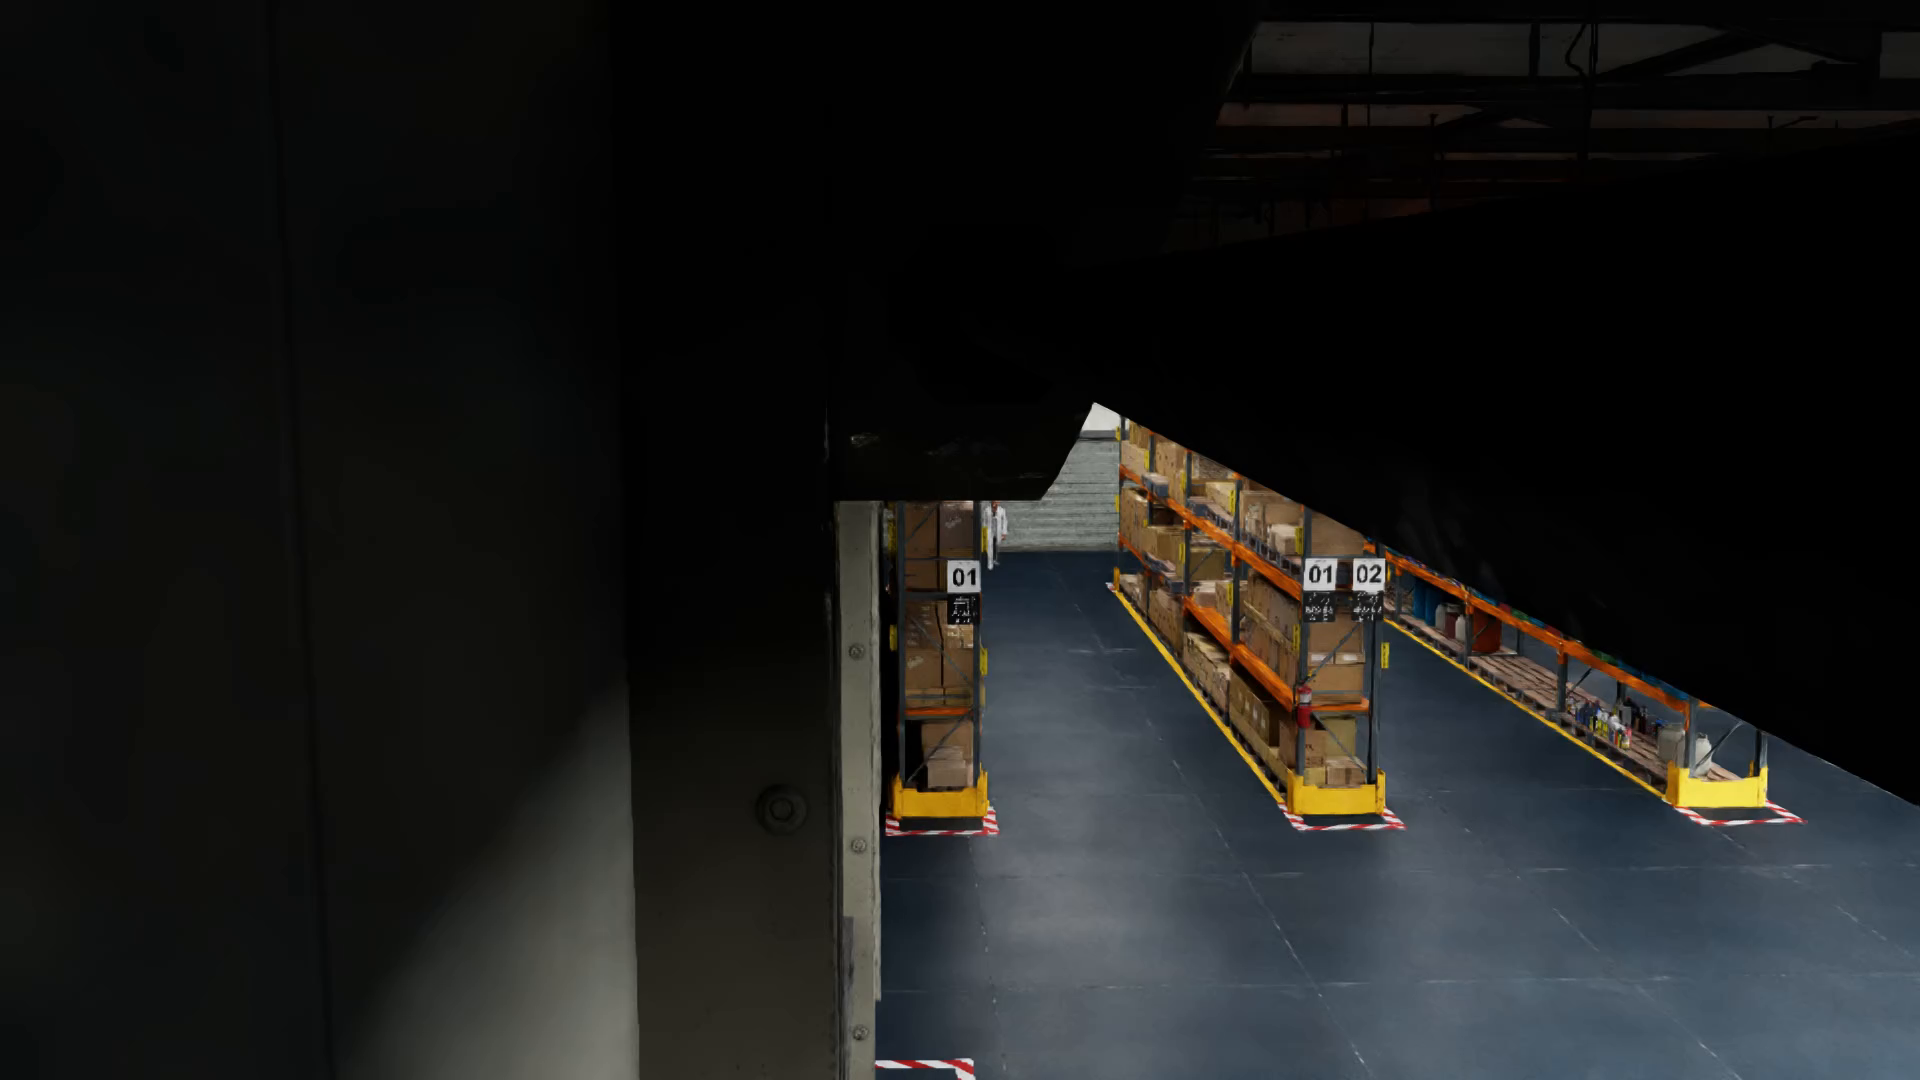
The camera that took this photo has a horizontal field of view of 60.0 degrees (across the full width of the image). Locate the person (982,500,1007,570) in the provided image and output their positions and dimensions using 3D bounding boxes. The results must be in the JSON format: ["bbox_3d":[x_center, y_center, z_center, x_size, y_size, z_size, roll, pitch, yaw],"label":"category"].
[{"bbox_3d":[0.817,-0.183,39.312,0.588,1.700,1.189,-1,8,-4],"label":"person"}]
